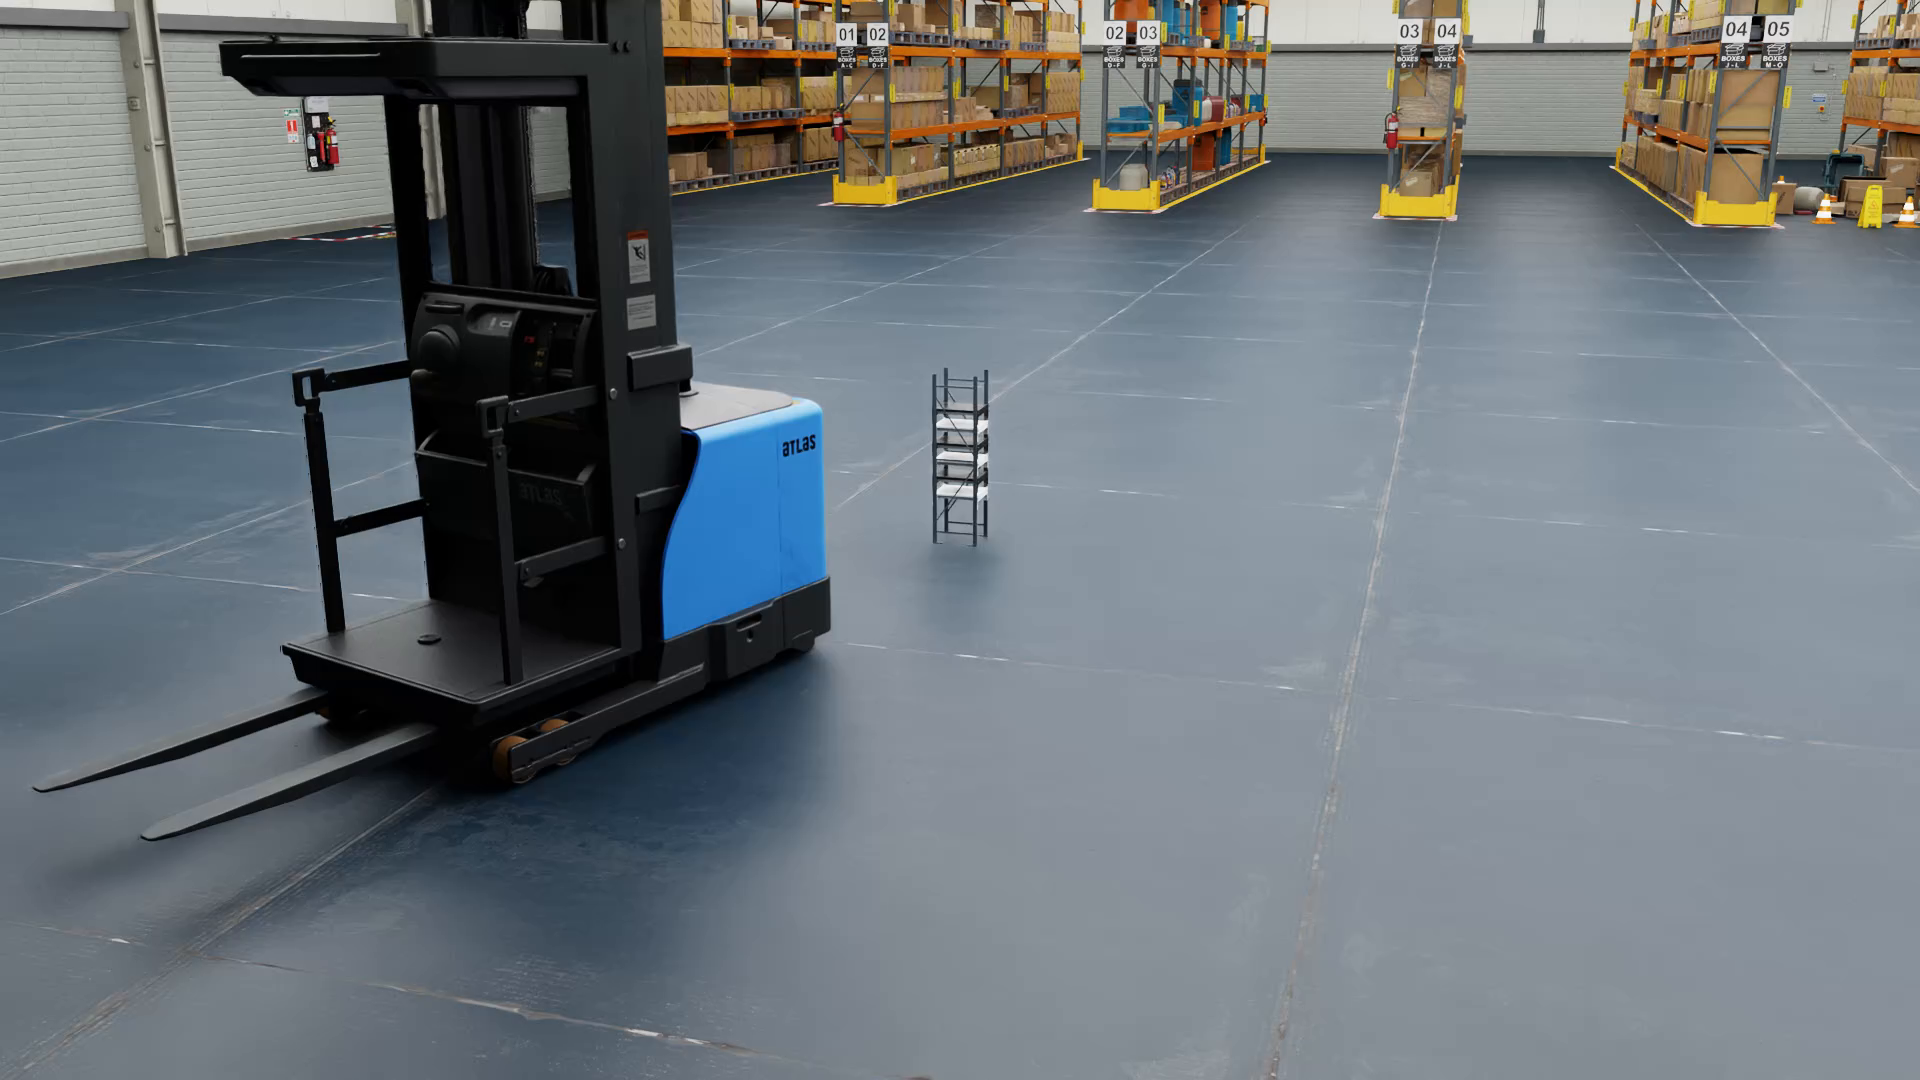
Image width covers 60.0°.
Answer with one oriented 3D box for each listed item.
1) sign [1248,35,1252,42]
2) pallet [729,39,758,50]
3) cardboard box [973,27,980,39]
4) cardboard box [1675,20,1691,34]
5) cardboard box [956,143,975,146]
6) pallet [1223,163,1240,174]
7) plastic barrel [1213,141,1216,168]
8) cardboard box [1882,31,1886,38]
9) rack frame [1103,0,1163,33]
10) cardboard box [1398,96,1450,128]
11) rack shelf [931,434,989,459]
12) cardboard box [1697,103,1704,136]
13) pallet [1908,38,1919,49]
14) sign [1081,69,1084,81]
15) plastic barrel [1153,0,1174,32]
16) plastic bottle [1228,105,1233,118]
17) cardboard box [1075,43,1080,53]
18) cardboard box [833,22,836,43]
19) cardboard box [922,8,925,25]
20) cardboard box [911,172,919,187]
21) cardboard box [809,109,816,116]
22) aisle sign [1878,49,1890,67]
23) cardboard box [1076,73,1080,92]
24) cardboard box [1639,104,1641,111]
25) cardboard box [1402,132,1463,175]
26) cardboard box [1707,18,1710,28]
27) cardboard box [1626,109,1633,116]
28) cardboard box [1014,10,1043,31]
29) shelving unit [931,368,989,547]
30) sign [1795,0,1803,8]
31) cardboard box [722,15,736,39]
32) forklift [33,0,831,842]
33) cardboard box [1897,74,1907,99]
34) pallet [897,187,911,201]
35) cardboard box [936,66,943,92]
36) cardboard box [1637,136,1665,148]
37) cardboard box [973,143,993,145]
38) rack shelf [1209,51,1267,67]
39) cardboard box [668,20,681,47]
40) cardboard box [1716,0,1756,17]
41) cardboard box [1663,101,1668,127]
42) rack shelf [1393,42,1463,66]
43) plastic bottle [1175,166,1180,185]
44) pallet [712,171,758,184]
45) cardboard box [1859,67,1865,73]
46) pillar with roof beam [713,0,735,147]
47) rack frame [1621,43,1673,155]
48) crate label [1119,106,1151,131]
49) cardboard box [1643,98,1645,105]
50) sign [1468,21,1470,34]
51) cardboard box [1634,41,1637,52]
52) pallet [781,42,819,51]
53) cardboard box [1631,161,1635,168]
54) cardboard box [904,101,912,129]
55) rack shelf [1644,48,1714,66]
[{"bbox_3d":[6.925,-11.885,39.722,0.100,0.325,0.005,5,16,16],"label":"sign"},{"bbox_3d":[-5.097,-10.662,35.770,1.213,0.211,1.003,5,16,16],"label":"pallet"},{"bbox_3d":[0.133,-10.982,36.059,0.500,0.250,0.500,4,16,15],"label":"cardboard box"},{"bbox_3d":[14.178,-9.957,32.262,0.500,0.250,0.500,5,17,17],"label":"cardboard box"},{"bbox_3d":[0.083,-8.854,37.791,0.500,0.311,0.500,5,17,18],"label":"cardboard box"},{"bbox_3d":[6.138,-8.941,39.965,1.003,0.211,1.213,5,16,16],"label":"pallet"},{"bbox_3d":[5.705,-8.901,38.364,0.600,0.588,0.708,5,16,16],"label":"plastic barrel"},{"bbox_3d":[20.598,-11.162,36.695,0.380,0.149,0.250,5,17,17],"label":"cardboard box"},{"bbox_3d":[2.988,-10.228,28.397,1.000,3.000,0.127,5,16,16],"label":"rack frame"},{"bbox_3d":[7.919,-7.290,28.307,0.875,0.500,0.500,5,16,16],"label":"cardboard box"},{"bbox_3d":[0.002,-0.490,8.699,0.258,0.077,0.200,5,16,16],"label":"rack shelf"},{"bbox_3d":[13.051,-7.143,28.242,0.875,0.550,0.500,5,16,16],"label":"cardboard box"},{"bbox_3d":[19.958,-10.100,33.788,1.003,0.211,1.213,5,17,18],"label":"pallet"},{"bbox_3d":[3.313,-12.573,44.960,0.100,0.325,0.005,5,16,16],"label":"sign"},{"bbox_3d":[3.739,-10.022,31.481,0.600,0.901,0.708,5,16,16],"label":"plastic barrel"},{"bbox_3d":[6.310,-10.030,38.923,0.152,0.276,0.135,5,16,16],"label":"plastic bottle"},{"bbox_3d":[2.893,-13.129,44.397,0.500,0.250,0.500,5,16,16],"label":"cardboard box"},{"bbox_3d":[-3.456,-12.730,41.728,0.700,0.500,0.500,4,16,13],"label":"cardboard box"},{"bbox_3d":[-1.020,-10.422,33.371,0.500,0.500,0.500,6,17,20],"label":"cardboard box"},{"bbox_3d":[-1.114,-6.991,32.248,0.500,0.250,0.500,5,16,16],"label":"cardboard box"},{"bbox_3d":[-3.685,-10.288,40.027,0.380,0.149,0.250,5,17,18],"label":"cardboard box"},{"bbox_3d":[22.102,-11.620,39.537,0.394,0.787,0.004,5,16,16],"label":"aisle sign"},{"bbox_3d":[2.924,-12.304,44.696,0.500,0.500,0.500,4,16,15],"label":"cardboard box"},{"bbox_3d":[15.028,-9.429,36.267,0.380,0.149,0.250,4,16,13],"label":"cardboard box"},{"bbox_3d":[10.226,-8.409,36.104,1.225,0.875,0.875,4,16,13],"label":"cardboard box"},{"bbox_3d":[12.594,-8.564,27.537,0.380,0.149,0.250,5,17,16],"label":"cardboard box"},{"bbox_3d":[16.443,-10.416,40.516,0.380,0.149,0.250,4,16,14],"label":"cardboard box"},{"bbox_3d":[1.751,-12.968,41.542,0.700,0.500,0.500,5,16,16],"label":"cardboard box"},{"bbox_3d":[0.002,-0.435,8.714,0.258,0.900,0.210,5,16,16],"label":"shelving unit"},{"bbox_3d":[12.993,-8.403,25.716,0.100,0.325,0.005,5,16,16],"label":"sign"},{"bbox_3d":[-5.142,-10.986,35.616,0.500,0.500,0.500,7,17,24],"label":"cardboard box"},{"bbox_3d":[-1.805,-0.704,5.940,1.130,2.935,3.031,11,19,33],"label":"forklift"},{"bbox_3d":[19.984,-9.498,34.805,0.500,0.500,0.500,4,16,14],"label":"cardboard box"},{"bbox_3d":[-1.583,-6.588,31.671,1.003,0.211,1.213,5,16,16],"label":"pallet"},{"bbox_3d":[-0.744,-9.329,33.661,0.700,0.500,0.500,5,17,16],"label":"cardboard box"},{"bbox_3d":[15.410,-8.873,37.053,0.500,0.250,0.500,4,16,13],"label":"cardboard box"},{"bbox_3d":[0.554,-9.092,39.160,0.500,0.500,0.500,5,17,18],"label":"cardboard box"},{"bbox_3d":[6.966,-12.101,41.818,1.077,0.370,4.000,5,16,16],"label":"rack shelf"},{"bbox_3d":[-5.846,-9.953,32.704,0.500,0.500,0.500,5,17,18],"label":"cardboard box"},{"bbox_3d":[12.334,-8.460,26.440,0.500,0.250,0.500,5,17,17],"label":"cardboard box"},{"bbox_3d":[14.065,-8.326,32.503,0.500,0.500,0.500,5,16,16],"label":"cardboard box"},{"bbox_3d":[8.305,-8.578,29.395,1.077,0.370,4.000,5,16,16],"label":"rack shelf"},{"bbox_3d":[4.218,-7.134,32.534,0.144,0.351,0.185,4,16,14],"label":"plastic bottle"},{"bbox_3d":[-5.154,-8.019,36.713,1.003,0.211,1.213,5,16,16],"label":"pallet"},{"bbox_3d":[21.171,-10.941,38.703,0.380,0.149,0.250,4,16,14],"label":"cardboard box"},{"bbox_3d":[-1.309,-12.482,36.345,9.100,9.000,0.400,5,16,16],"label":"pillar with roof beam"},{"bbox_3d":[17.010,-10.732,41.170,1.000,3.000,0.127,5,16,16],"label":"rack frame"},{"bbox_3d":[3.251,-7.861,30.983,0.502,0.435,0.616,5,16,16],"label":"crate label"},{"bbox_3d":[14.805,-9.366,35.498,0.380,0.149,0.250,5,17,17],"label":"cardboard box"},{"bbox_3d":[12.800,-12.929,41.939,0.100,0.325,0.005,5,16,16],"label":"sign"},{"bbox_3d":[16.483,-11.868,39.953,0.500,0.250,0.500,5,17,18],"label":"cardboard box"},{"bbox_3d":[-4.105,-11.728,39.528,1.213,0.211,1.003,5,17,18],"label":"pallet"},{"bbox_3d":[15.658,-8.645,38.268,0.380,0.149,0.250,5,17,17],"label":"cardboard box"},{"bbox_3d":[-1.324,-8.163,31.929,0.700,0.500,0.500,5,17,16],"label":"cardboard box"},{"bbox_3d":[15.305,-10.260,35.325,1.077,0.370,4.000,5,16,16],"label":"rack shelf"}]
